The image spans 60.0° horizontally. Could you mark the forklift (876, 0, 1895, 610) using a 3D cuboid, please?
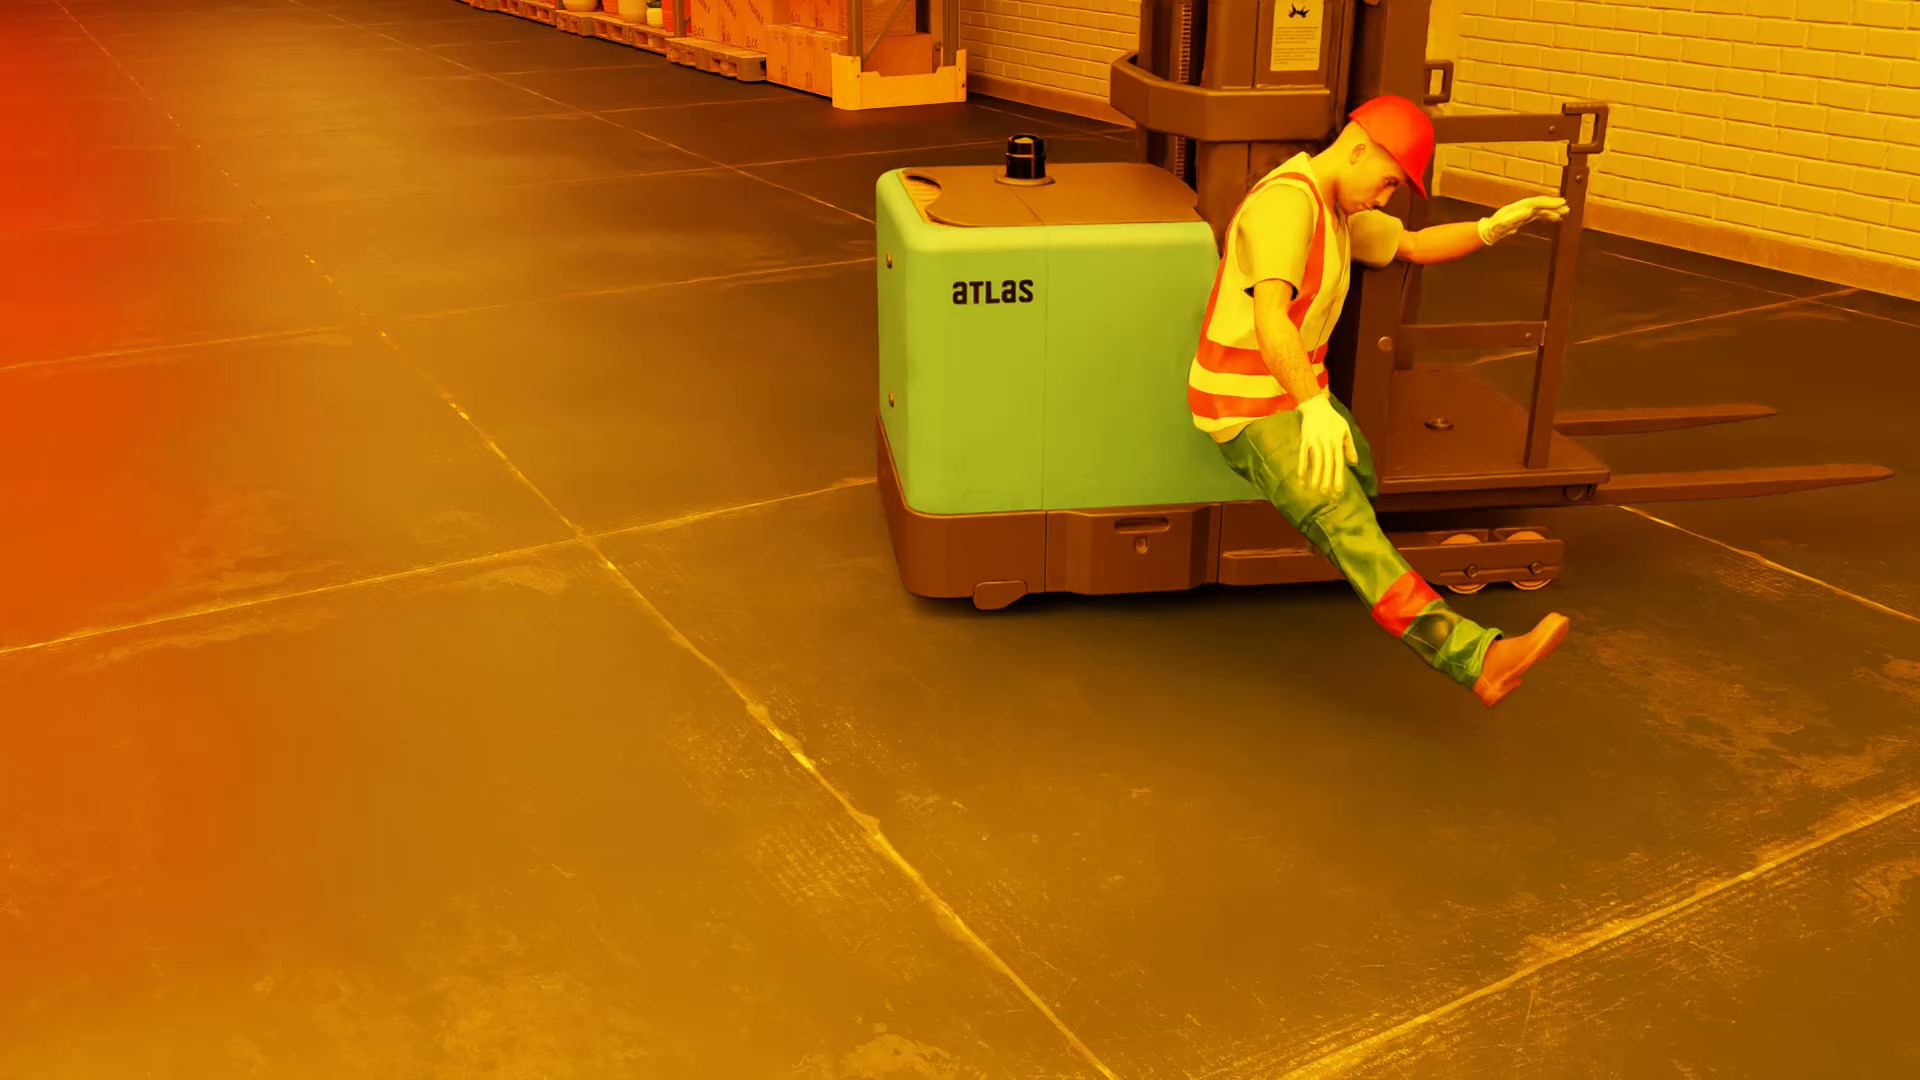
[{"bbox_3d":[1.290,-1.399,4.682,3.031,2.935,1.130,-3,22,-7],"label":"forklift"}]

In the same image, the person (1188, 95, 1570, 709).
[{"bbox_3d":[1.084,-0.377,4.166,1.191,1.407,1.032,14,26,31],"label":"person"}]
